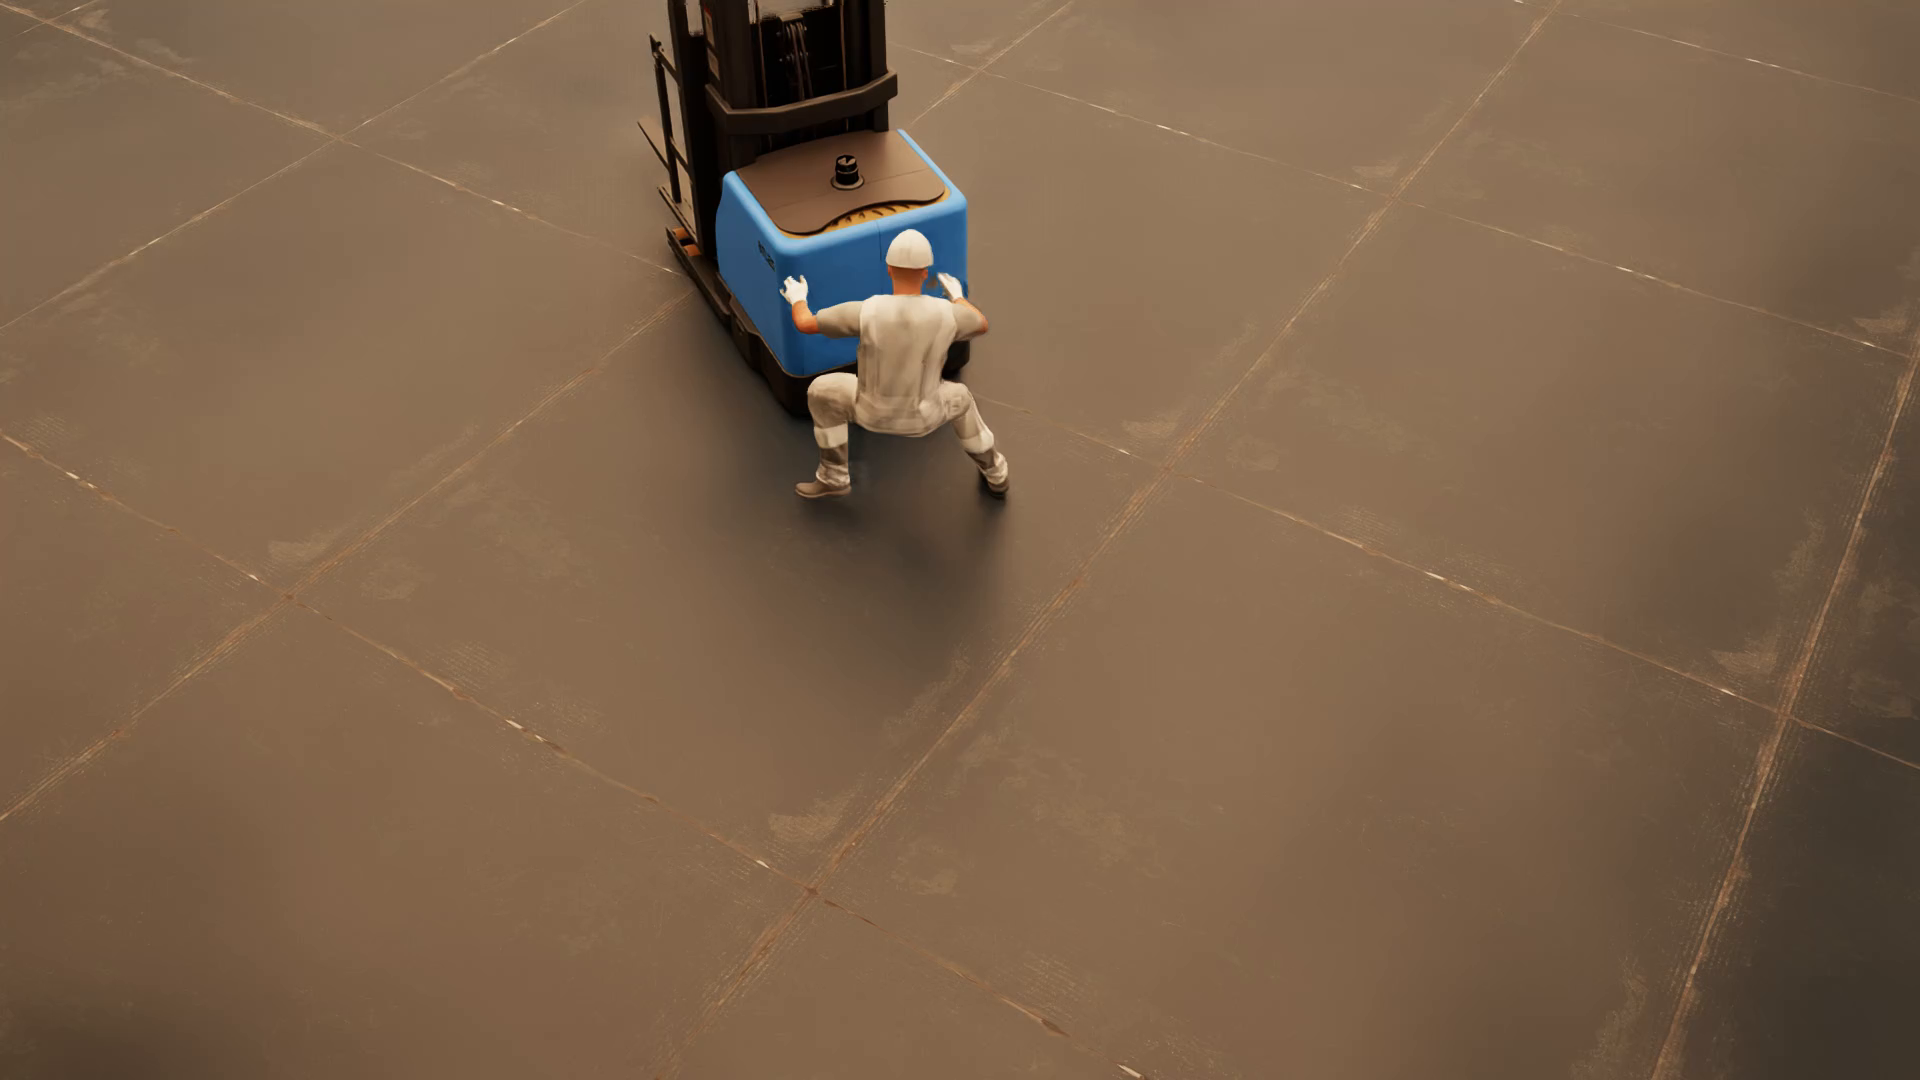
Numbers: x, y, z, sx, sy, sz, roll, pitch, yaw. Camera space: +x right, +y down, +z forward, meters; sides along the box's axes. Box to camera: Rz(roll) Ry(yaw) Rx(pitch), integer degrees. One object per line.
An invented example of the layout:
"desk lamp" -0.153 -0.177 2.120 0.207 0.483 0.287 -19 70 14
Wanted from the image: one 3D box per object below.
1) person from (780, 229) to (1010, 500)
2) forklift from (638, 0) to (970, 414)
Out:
"person" -0.286 -0.800 7.654 1.061 1.533 0.748 -1 43 -1
"forklift" -1.054 -2.727 8.725 1.130 2.935 3.031 -19 47 -19
